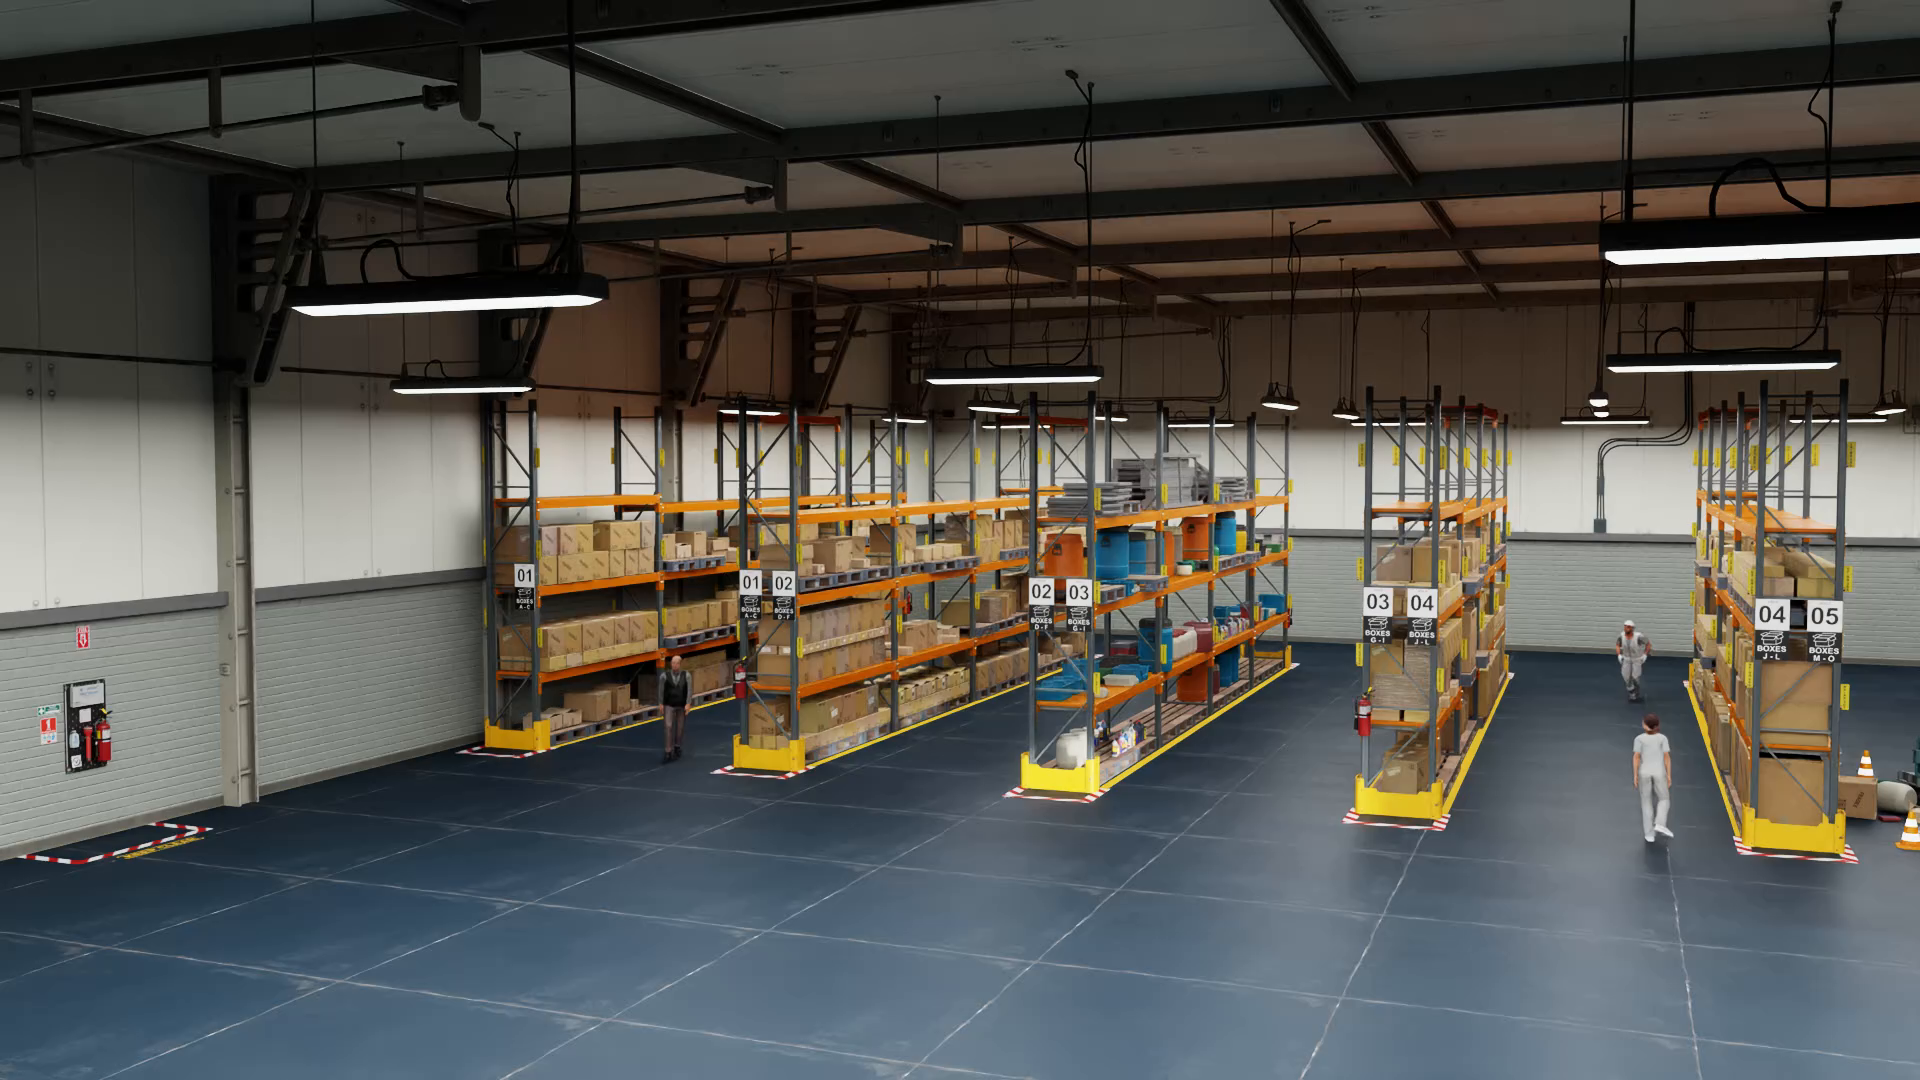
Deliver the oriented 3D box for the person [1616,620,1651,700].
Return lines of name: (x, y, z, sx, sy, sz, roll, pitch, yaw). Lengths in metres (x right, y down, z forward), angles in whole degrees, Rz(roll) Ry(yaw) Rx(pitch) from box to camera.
person: (13.864, 2.476, 34.249, 0.694, 1.685, 0.630, 2, 3, 30)

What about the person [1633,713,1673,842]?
person: (9.026, 3.102, 21.656, 0.502, 1.664, 0.496, 1, 3, 22)

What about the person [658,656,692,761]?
person: (-4.740, 2.768, 27.720, 0.563, 1.673, 0.941, -1, 3, -18)
